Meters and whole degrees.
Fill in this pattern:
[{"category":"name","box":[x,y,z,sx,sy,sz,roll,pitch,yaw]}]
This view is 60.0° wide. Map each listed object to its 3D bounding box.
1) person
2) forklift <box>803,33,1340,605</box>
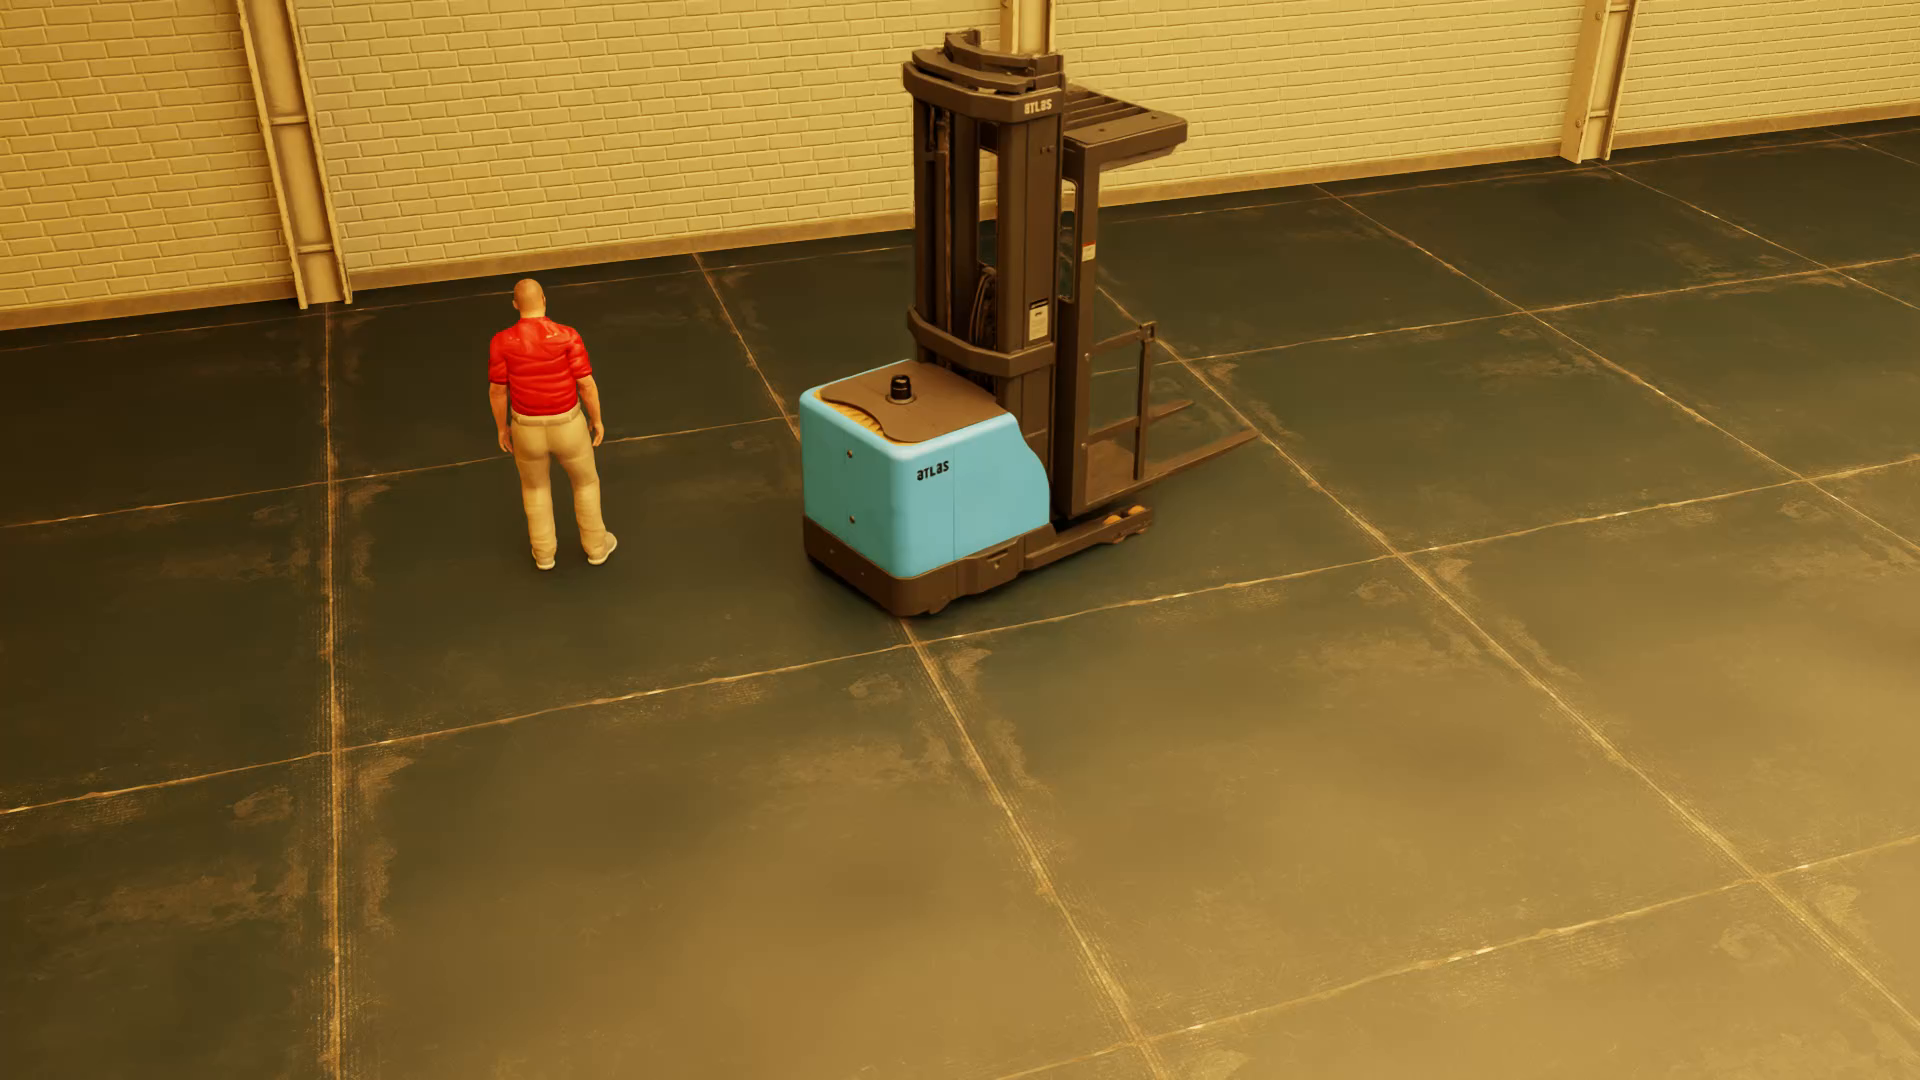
[{"category":"person","box":[-2.324,-0.637,9.402,0.595,1.725,0.393,-5,30,-8]},{"category":"forklift","box":[0.680,-1.191,9.158,3.031,2.935,1.130,5,30,8]}]
